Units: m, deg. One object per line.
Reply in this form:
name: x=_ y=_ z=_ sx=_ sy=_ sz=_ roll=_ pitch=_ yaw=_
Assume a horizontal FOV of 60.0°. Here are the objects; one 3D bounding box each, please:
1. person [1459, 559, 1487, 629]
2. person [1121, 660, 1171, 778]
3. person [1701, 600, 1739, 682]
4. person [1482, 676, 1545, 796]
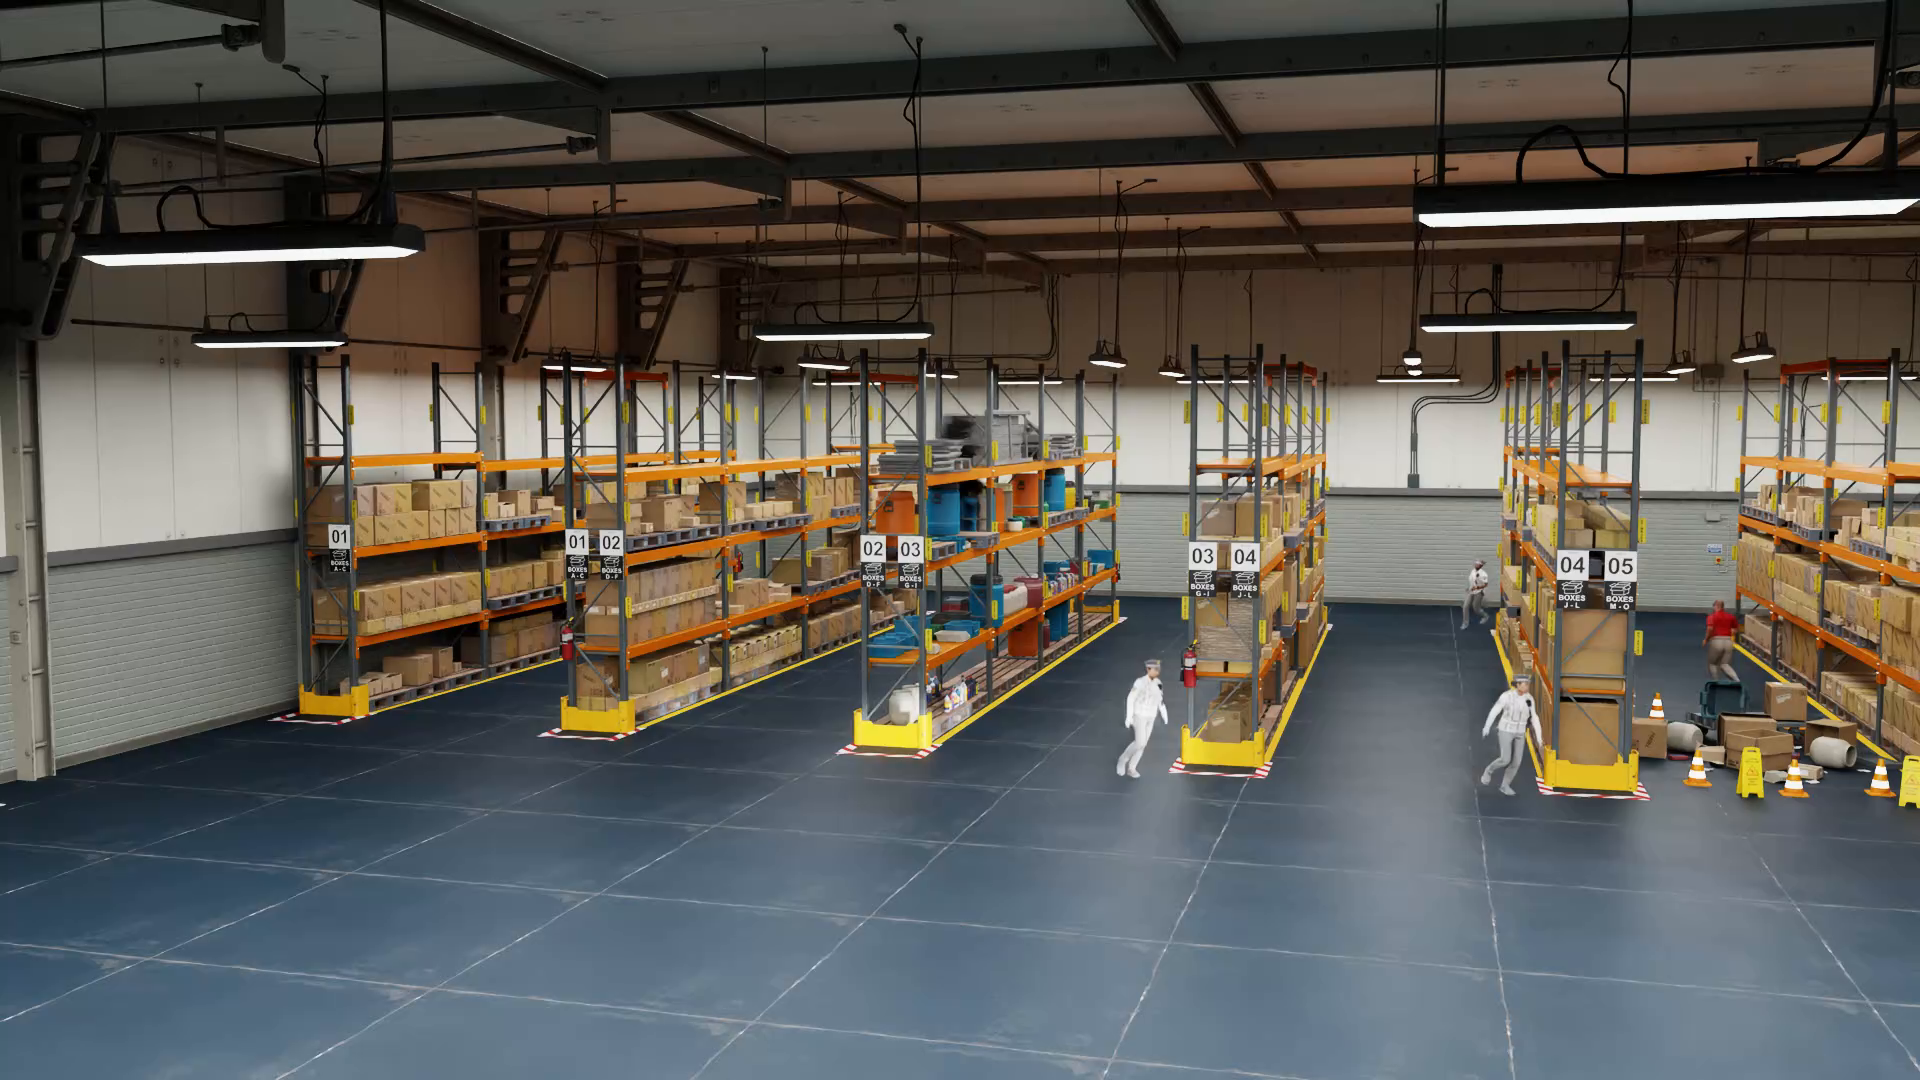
person: x=12.101 y=1.275 z=38.965 sx=0.761 sy=1.682 sz=0.603 roll=-3 pitch=5 yaw=-30
person: x=2.594 y=2.458 z=22.877 sx=0.678 sy=1.620 sz=0.600 roll=-3 pitch=6 yaw=-39
person: x=13.776 y=1.927 z=30.077 sx=0.659 sy=1.666 sz=0.699 roll=0 pitch=4 yaw=-3
person: x=7.288 y=2.560 z=21.872 sx=0.639 sy=1.607 sz=0.644 roll=-1 pitch=4 yaw=-12
